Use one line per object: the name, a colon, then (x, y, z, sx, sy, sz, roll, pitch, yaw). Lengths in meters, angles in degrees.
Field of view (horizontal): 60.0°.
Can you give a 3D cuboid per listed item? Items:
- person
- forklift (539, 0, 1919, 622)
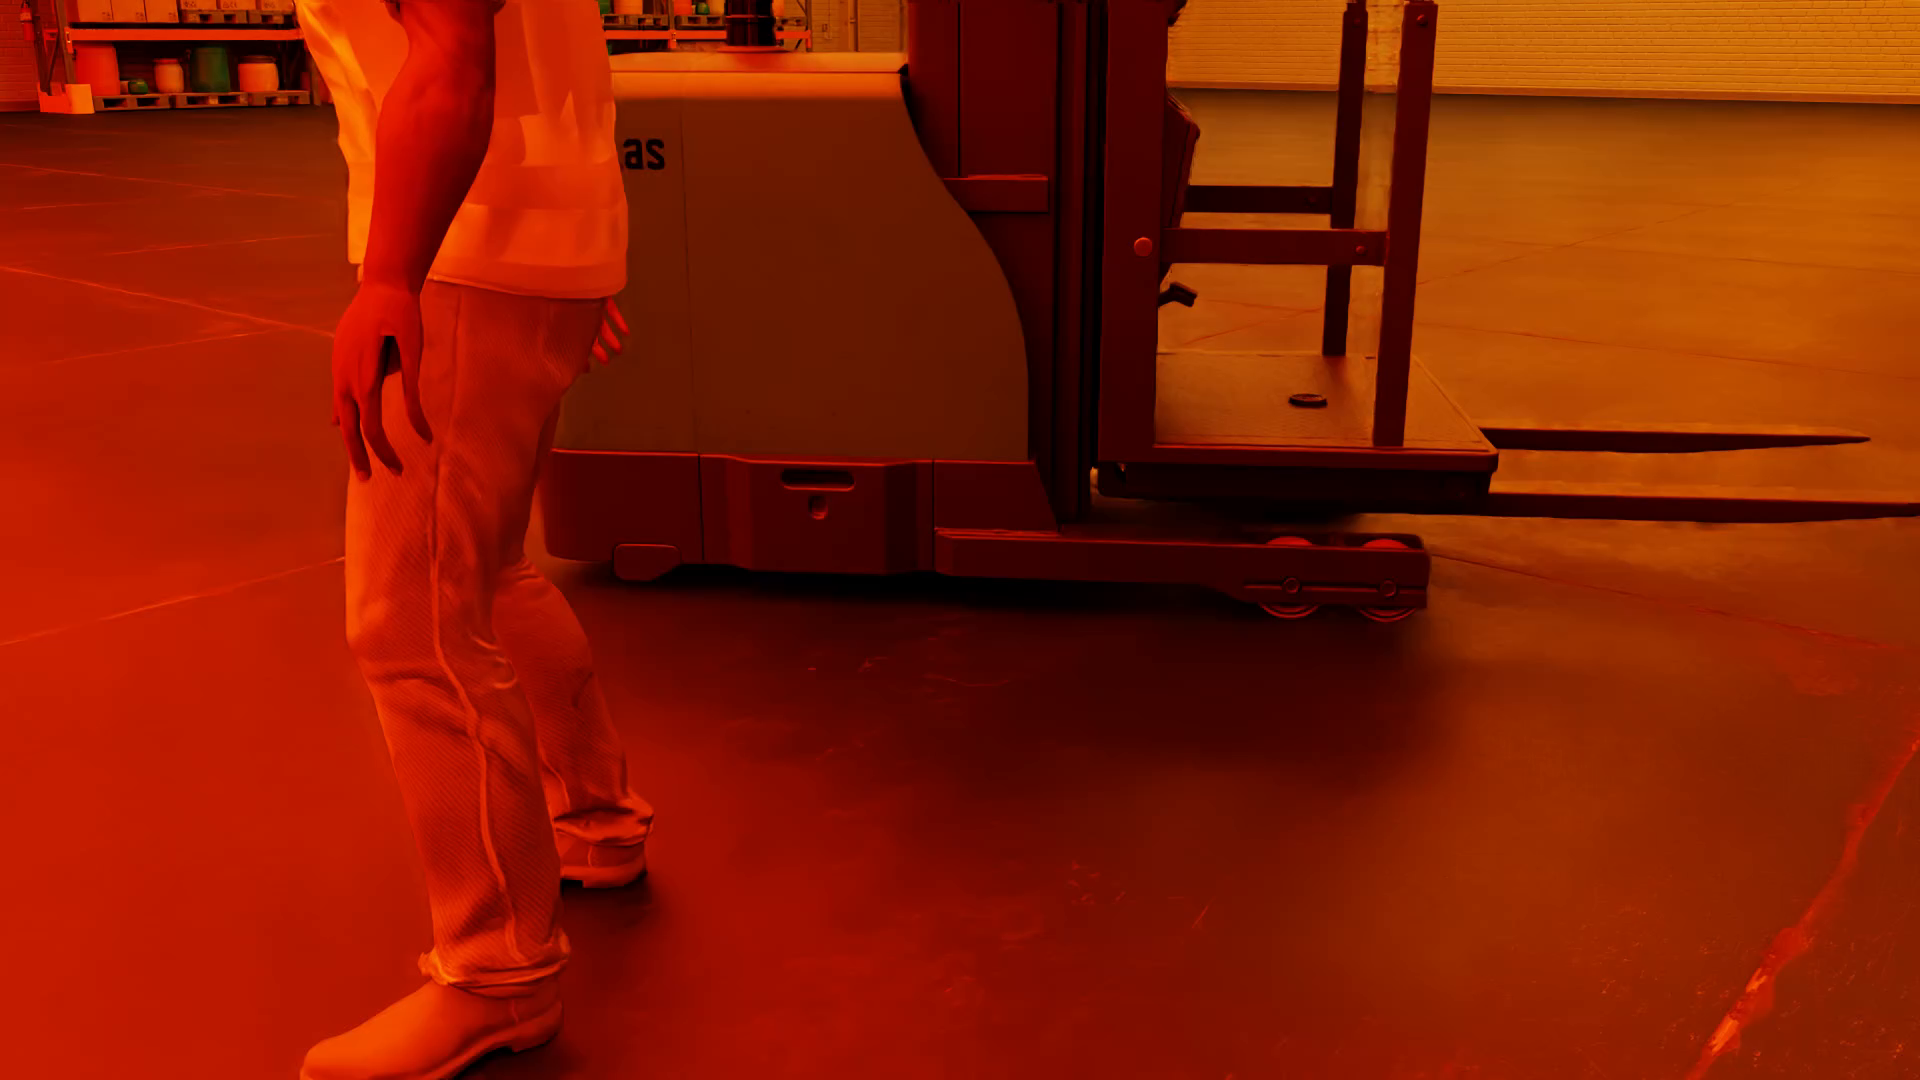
person: (-0.620, -0.319, 2.004, 0.428, 1.737, 0.847, -2, 17, -7)
forklift: (0.643, -1.398, 3.501, 3.031, 2.935, 1.130, 2, 17, 6)
